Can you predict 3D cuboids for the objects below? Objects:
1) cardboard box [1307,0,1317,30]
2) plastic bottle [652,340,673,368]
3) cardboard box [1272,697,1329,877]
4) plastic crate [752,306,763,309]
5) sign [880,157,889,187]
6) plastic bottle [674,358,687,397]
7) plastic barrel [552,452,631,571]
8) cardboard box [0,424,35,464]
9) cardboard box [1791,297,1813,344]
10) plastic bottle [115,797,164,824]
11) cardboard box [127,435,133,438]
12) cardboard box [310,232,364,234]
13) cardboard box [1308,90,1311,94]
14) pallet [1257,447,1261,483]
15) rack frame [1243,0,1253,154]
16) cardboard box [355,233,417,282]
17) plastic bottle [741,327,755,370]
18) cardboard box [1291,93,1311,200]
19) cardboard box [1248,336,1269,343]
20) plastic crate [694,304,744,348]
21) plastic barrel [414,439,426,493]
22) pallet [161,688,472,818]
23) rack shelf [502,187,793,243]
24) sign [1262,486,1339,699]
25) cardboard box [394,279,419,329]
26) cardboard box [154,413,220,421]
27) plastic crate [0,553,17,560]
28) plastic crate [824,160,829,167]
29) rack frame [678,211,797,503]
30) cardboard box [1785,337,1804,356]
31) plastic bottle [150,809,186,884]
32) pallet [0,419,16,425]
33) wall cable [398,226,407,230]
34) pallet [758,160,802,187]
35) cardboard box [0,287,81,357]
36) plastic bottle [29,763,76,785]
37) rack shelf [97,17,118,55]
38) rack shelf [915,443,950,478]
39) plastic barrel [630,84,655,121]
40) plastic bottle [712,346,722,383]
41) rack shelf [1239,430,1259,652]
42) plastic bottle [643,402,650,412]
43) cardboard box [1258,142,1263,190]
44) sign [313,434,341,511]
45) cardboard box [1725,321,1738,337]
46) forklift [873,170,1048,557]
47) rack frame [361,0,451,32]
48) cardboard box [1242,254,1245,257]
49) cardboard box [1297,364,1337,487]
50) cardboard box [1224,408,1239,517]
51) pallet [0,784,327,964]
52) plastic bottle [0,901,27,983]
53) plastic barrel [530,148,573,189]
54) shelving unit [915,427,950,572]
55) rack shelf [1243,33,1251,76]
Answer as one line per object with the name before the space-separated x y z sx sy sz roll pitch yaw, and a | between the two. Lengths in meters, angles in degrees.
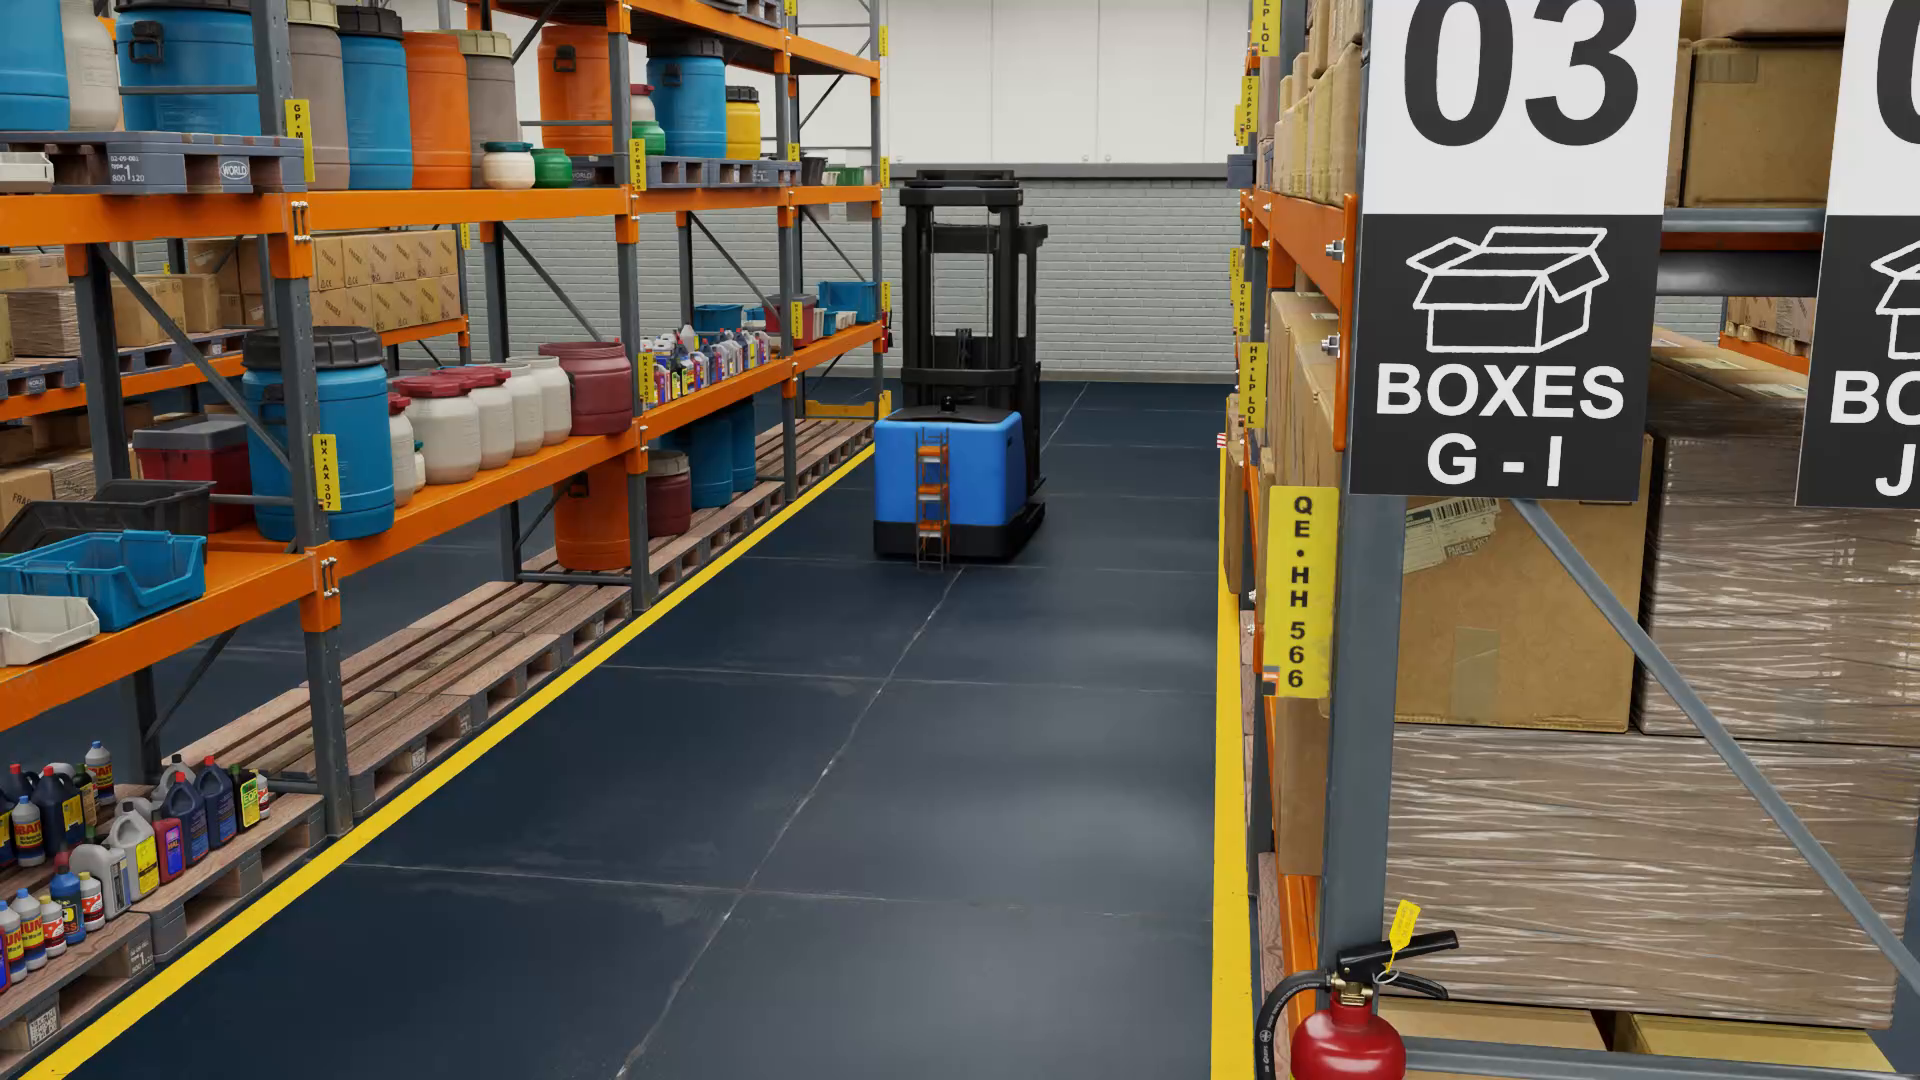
cardboard box | 1.045 -1.413 3.679 0.500 0.500 0.500 2 12 9
plastic bottle | -2.432 -1.493 13.596 0.152 0.276 0.135 2 12 9
cardboard box | 1.126 0.407 3.540 0.875 0.500 0.500 2 12 9
plastic crate | -1.943 -2.301 17.304 0.416 0.233 0.300 2 12 9
sign | -0.831 -4.069 18.382 0.100 0.325 0.005 2 12 9
plastic bottle | -2.049 -1.196 12.200 0.061 0.283 0.133 2 12 9
plastic barrel | -2.549 -0.250 11.686 0.600 0.830 0.708 2 12 9
cardboard box | -7.585 -0.738 12.906 0.500 0.250 0.500 2 12 11
cardboard box | 7.741 -2.009 14.751 0.500 0.500 0.500 2 12 8
plastic bottle | -3.217 1.130 6.550 0.152 0.276 0.135 2 12 9
cardboard box | -6.841 -0.671 14.375 0.500 0.500 0.500 2 12 9
cardboard box | -6.754 -3.070 18.009 0.500 0.500 0.500 2 12 9
cardboard box | 1.154 -1.267 4.543 0.380 0.149 0.250 2 12 8
pallet | 2.023 -0.335 8.384 1.003 0.211 1.213 2 12 9
rack frame | 3.517 -5.440 17.377 1.000 3.000 0.127 2 12 9
cardboard box | -6.220 -3.052 17.925 0.500 0.500 0.500 2 12 10
plastic bottle | -1.810 -1.609 13.958 0.144 0.351 0.185 2 12 9
cardboard box | 1.113 -0.994 4.221 0.500 0.250 0.500 2 12 8
cardboard box | 2.200 -1.105 11.266 0.500 0.500 0.500 2 12 8
plastic crate | -2.257 -1.965 15.388 0.392 0.384 0.575 2 12 9
plastic barrel | -2.867 -0.373 8.432 0.301 0.262 0.301 0 12 0
pallet | -3.140 1.028 8.221 1.003 0.211 1.213 2 12 9
rack shelf | -2.300 -2.534 12.718 1.077 0.370 4.000 2 12 9
sign | 0.511 0.080 2.502 0.100 0.325 0.005 2 12 9
cardboard box | -6.229 -2.564 18.035 0.500 0.500 0.500 2 12 9
cardboard box | -7.201 -0.897 15.425 0.500 0.500 0.500 1 12 6
plastic crate | -3.710 0.207 5.916 0.450 0.188 0.662 2 12 9
plastic crate | -1.712 -3.999 18.121 0.497 0.269 0.590 2 12 9
rack frame | -1.992 -1.835 14.890 1.000 3.000 0.127 2 12 9
cardboard box | 7.769 -1.765 15.160 0.380 0.149 0.250 2 12 10
plastic bottle | -3.050 1.161 6.388 0.061 0.283 0.133 3 12 12
pallet | -11.402 -1.204 18.578 1.003 0.211 1.213 2 12 9
wall cable | -9.943 -5.570 25.348 3.097 2.526 0.112 2 12 9
pallet | -2.016 -3.043 13.822 1.213 0.211 1.003 2 12 9
cardboard box | -7.186 -1.737 13.200 0.700 0.500 0.500 4 13 19
plastic bottle | -3.727 1.067 6.845 0.152 0.276 0.135 2 12 11
rack shelf | -7.194 -3.966 13.192 1.077 0.370 4.000 2 12 9
rack shelf | -0.204 -0.569 12.333 0.215 0.259 0.240 2 13 10
plastic barrel | -2.484 -3.115 12.387 0.433 0.535 0.433 0 12 0
plastic bottle | -1.914 -1.379 13.049 0.061 0.283 0.133 2 12 9
rack shelf | 1.979 -0.074 8.425 1.077 0.370 4.000 2 12 9
plastic bottle | -2.221 -1.022 11.409 0.152 0.276 0.135 2 12 9
cardboard box | 1.883 -2.039 9.070 0.500 0.250 0.500 2 12 10
sign | -2.681 -0.285 7.040 0.100 0.325 0.005 2 12 9
cardboard box | 8.029 -2.146 16.928 0.380 0.149 0.250 2 12 8
forklift | 0.121 -1.563 13.788 1.130 2.935 3.031 2 12 11
rack frame | -6.271 -5.762 18.870 1.000 3.000 0.127 2 12 9
cardboard box | 2.789 -2.322 15.018 0.500 0.500 0.500 2 12 9
cardboard box | 0.968 -0.087 3.459 0.500 0.500 0.500 2 12 9
cardboard box | 2.687 -0.522 12.840 1.225 0.875 0.875 1 12 7
pallet | -3.367 1.332 6.814 1.003 0.211 1.213 2 12 9
plastic bottle | -3.198 1.343 5.575 0.097 0.271 0.097 0 12 0
plastic barrel | -2.595 -2.340 10.480 0.294 0.245 0.294 0 12 0
shelving unit | -0.203 -0.303 12.395 0.215 1.050 0.252 2 13 10
rack shelf | 3.209 -4.477 15.563 1.077 0.370 4.000 2 12 9
